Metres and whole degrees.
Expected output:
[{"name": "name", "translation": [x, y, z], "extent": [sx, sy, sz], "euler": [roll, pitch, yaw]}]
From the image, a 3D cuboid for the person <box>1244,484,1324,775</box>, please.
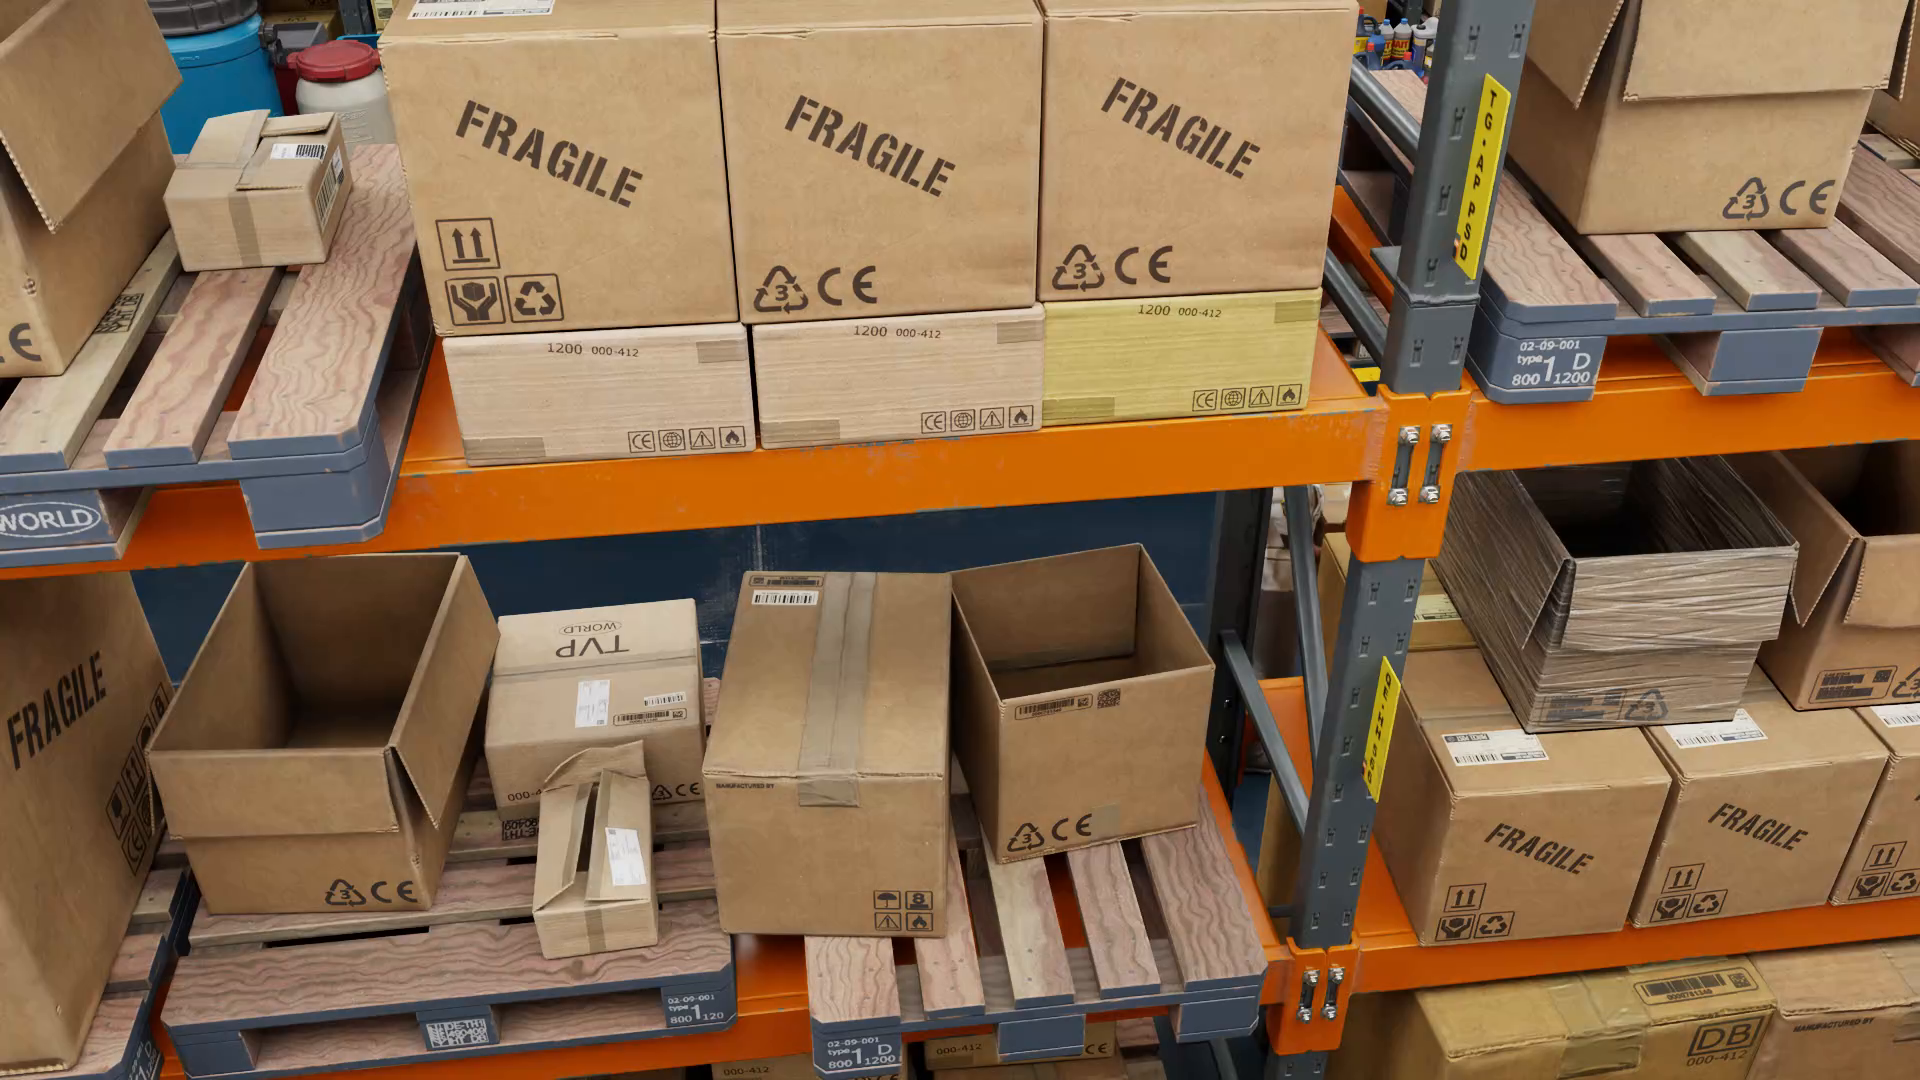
[{"name": "person", "translation": [1.181, 0.089, 5.989], "extent": [0.506, 1.692, 0.464], "euler": [-5, 35, -7]}]
